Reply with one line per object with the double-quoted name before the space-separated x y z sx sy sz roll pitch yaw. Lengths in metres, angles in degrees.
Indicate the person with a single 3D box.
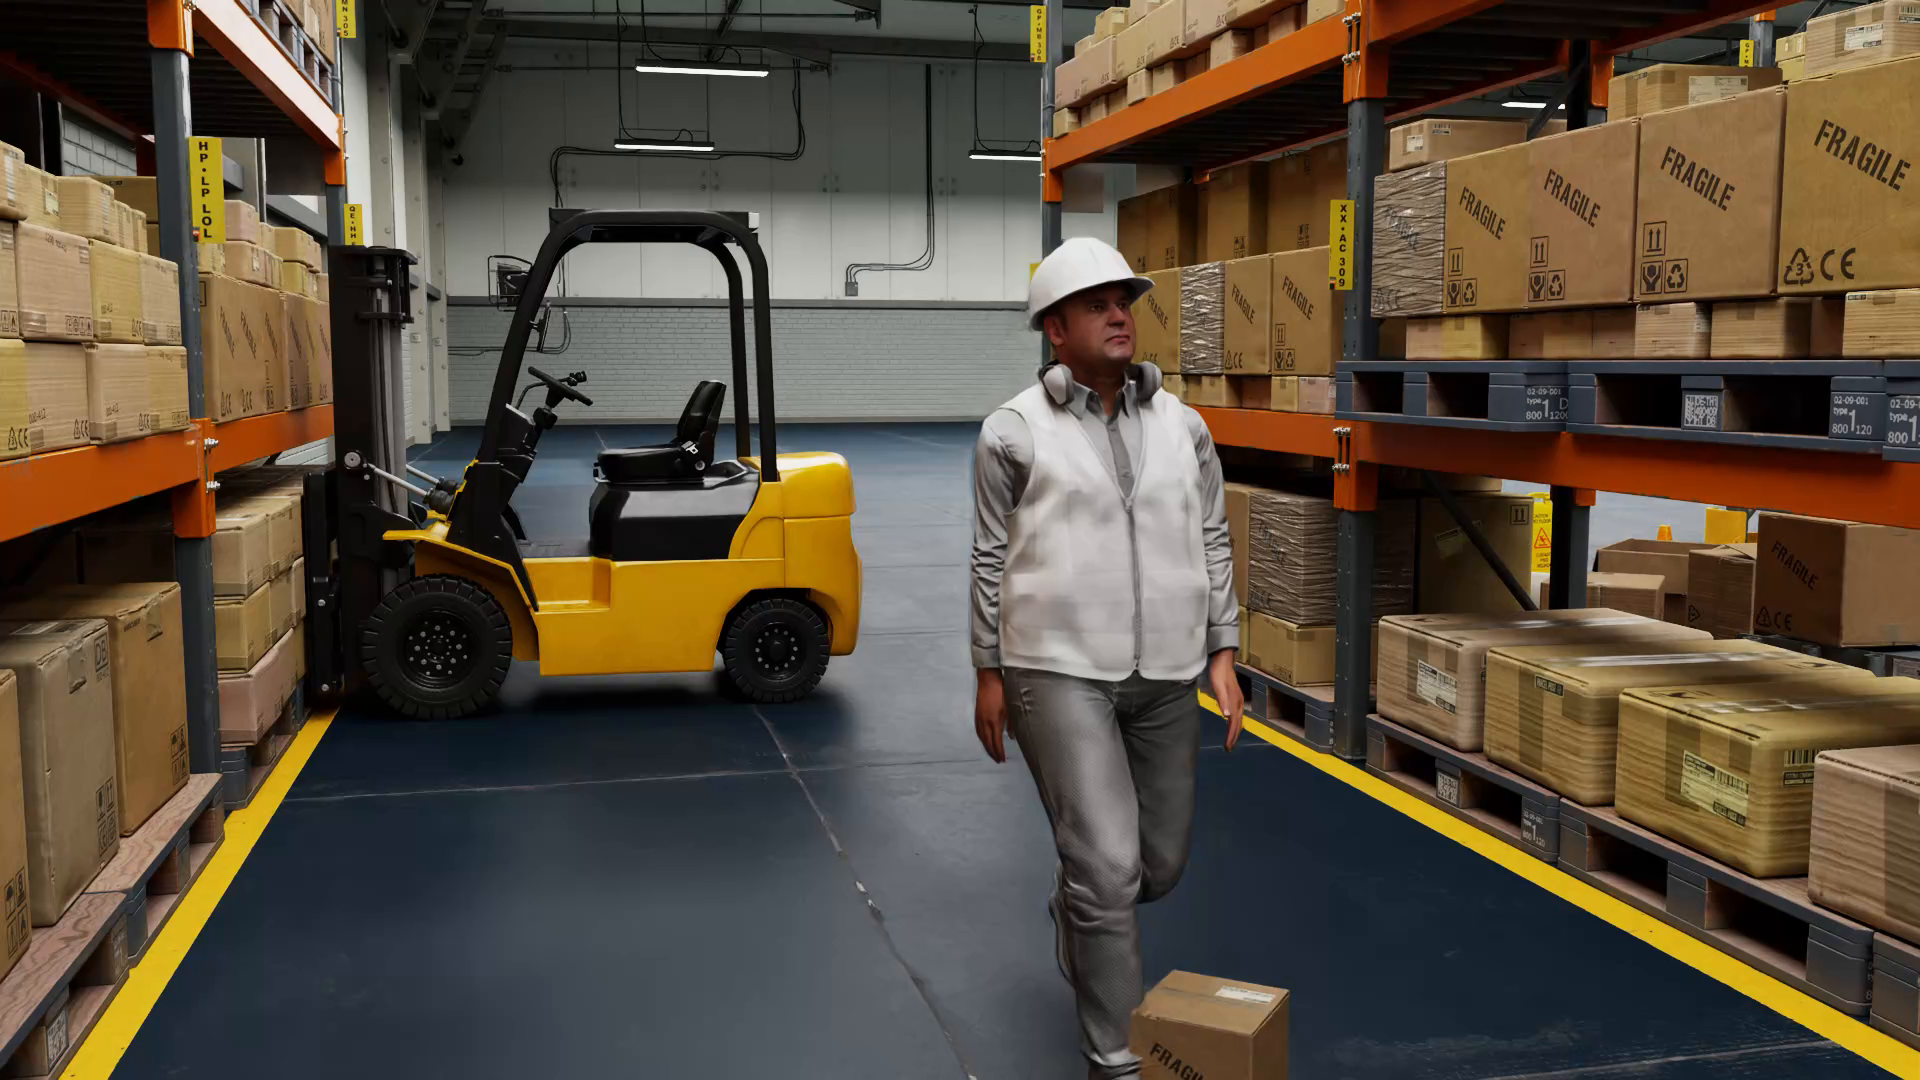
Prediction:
"person" 0.303 0.252 3.447 0.543 1.737 0.900 -2 6 -19
